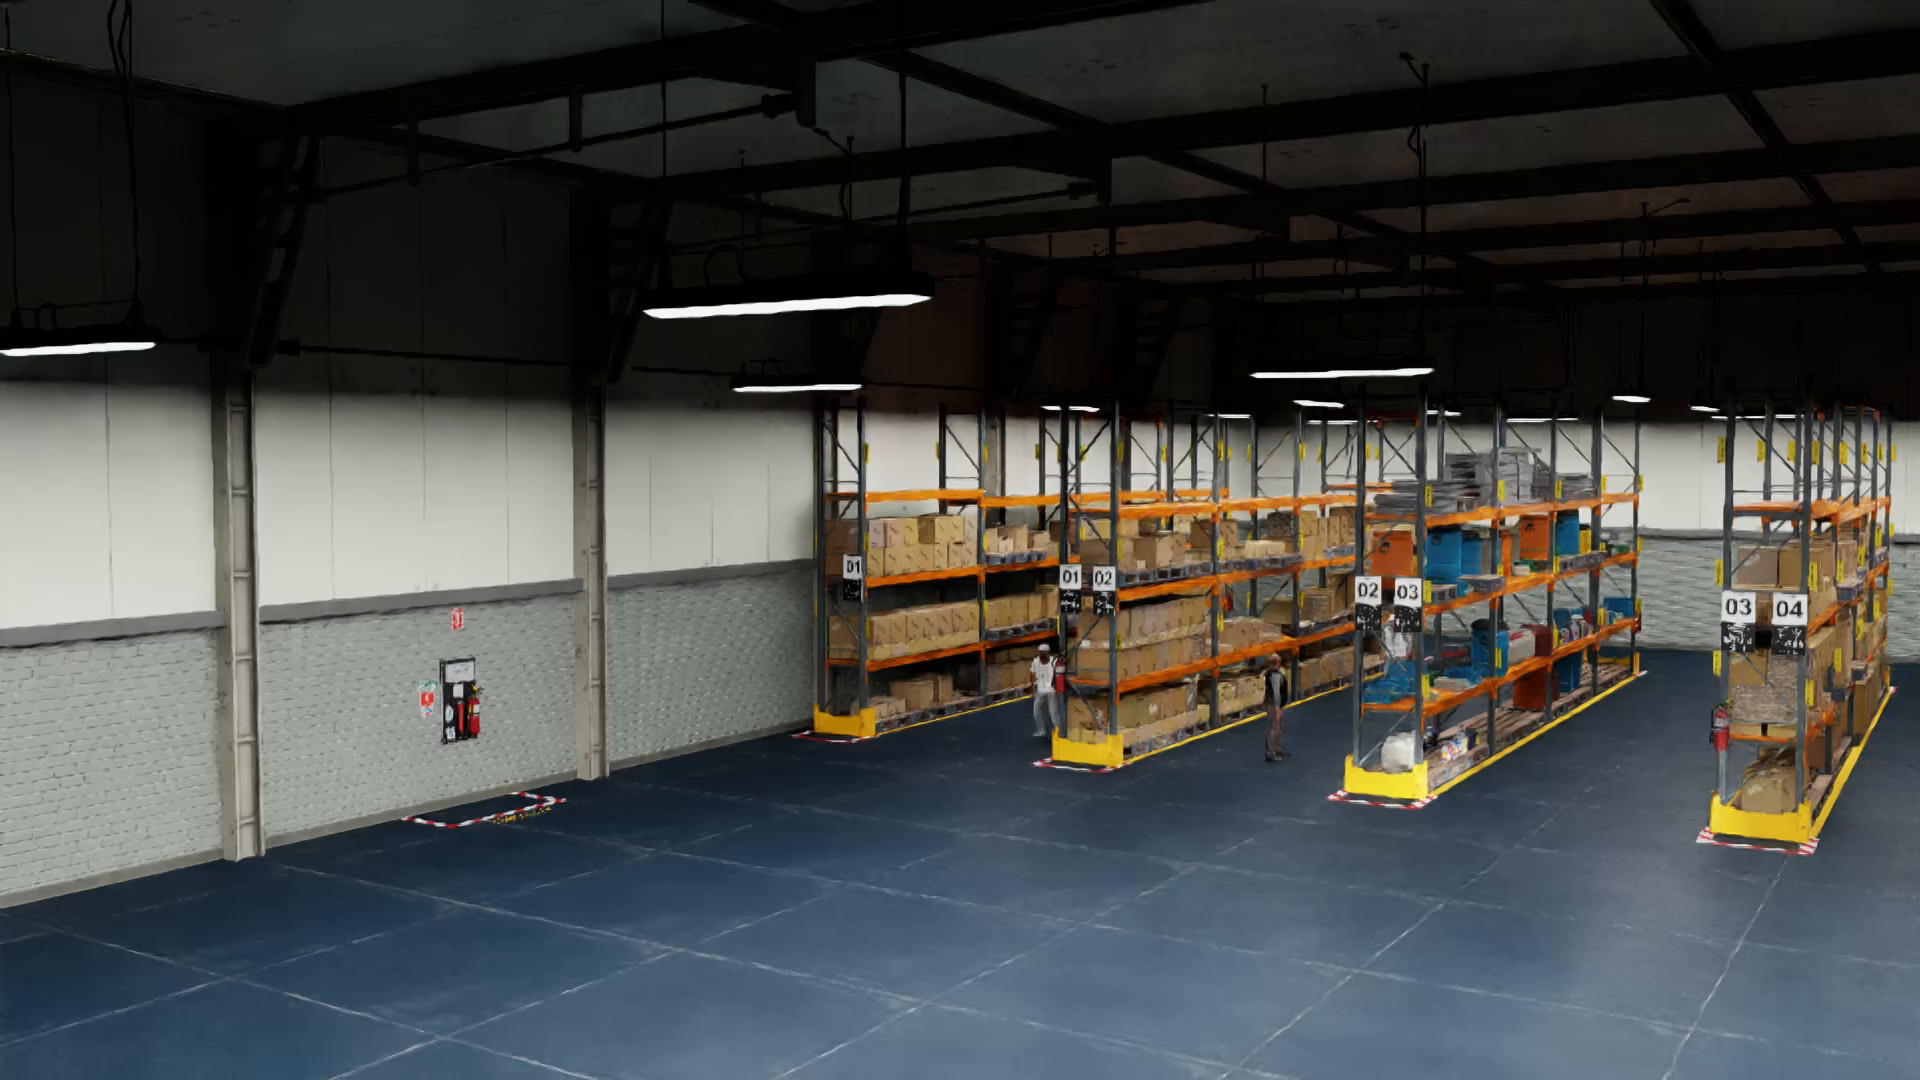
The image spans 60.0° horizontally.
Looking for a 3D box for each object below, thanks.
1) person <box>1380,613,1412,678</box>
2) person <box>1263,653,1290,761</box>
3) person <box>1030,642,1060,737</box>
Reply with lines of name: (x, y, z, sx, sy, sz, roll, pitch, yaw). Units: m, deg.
person: (8.957, 2.353, 34.196, 0.677, 1.725, 0.574, 2, 3, 31)
person: (5.177, 2.704, 27.084, 0.450, 1.727, 0.584, 0, 3, 3)
person: (1.514, 2.630, 29.003, 0.719, 1.714, 0.578, 2, 3, 31)
